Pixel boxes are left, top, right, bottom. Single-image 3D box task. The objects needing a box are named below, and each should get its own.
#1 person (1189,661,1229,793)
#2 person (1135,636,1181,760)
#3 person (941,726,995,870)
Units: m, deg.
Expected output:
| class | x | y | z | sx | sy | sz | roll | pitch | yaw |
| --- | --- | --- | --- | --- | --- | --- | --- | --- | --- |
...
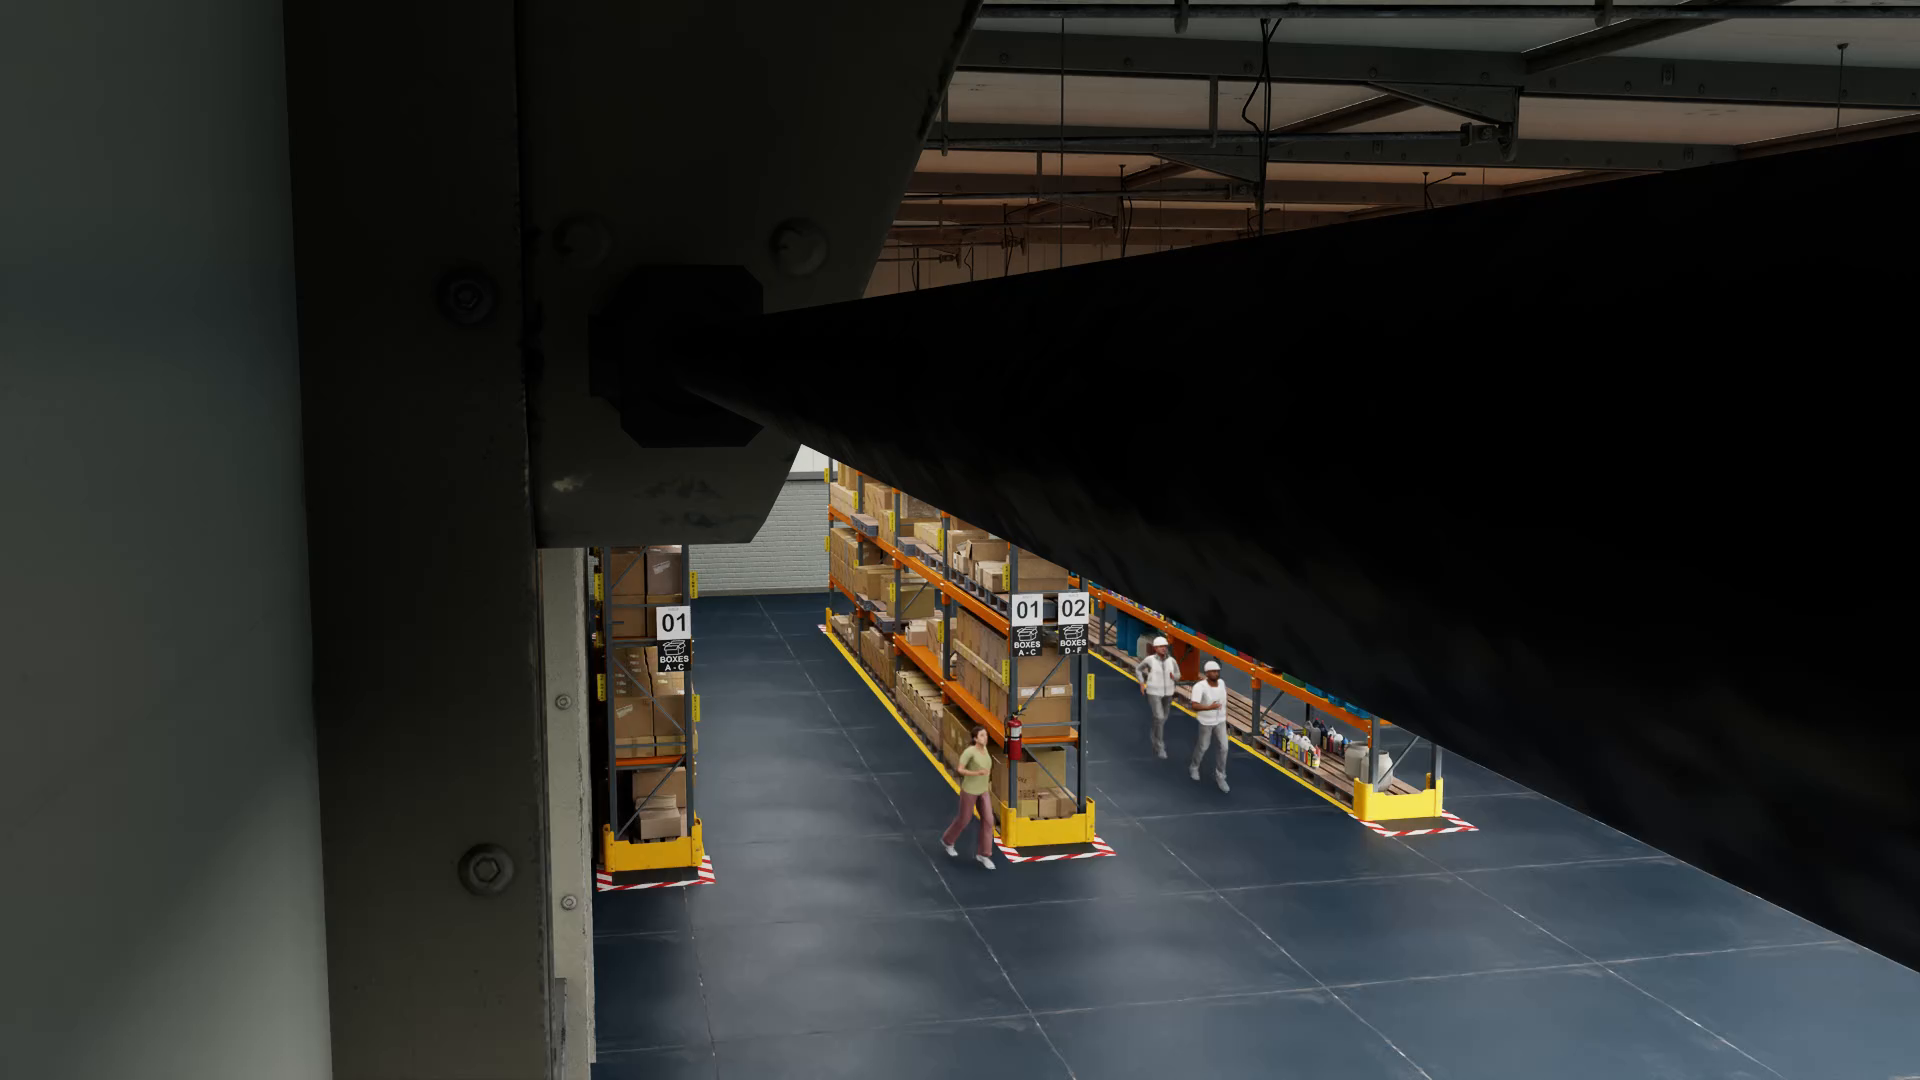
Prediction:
| class | x | y | z | sx | sy | sz | roll | pitch | yaw |
| --- | --- | --- | --- | --- | --- | --- | --- | --- | --- |
| person | 3.544 | 2.619 | 23.586 | 0.689 | 1.841 | 0.797 | -3 | 7 | -22 |
| person | 3.062 | 2.381 | 25.491 | 0.635 | 1.817 | 0.836 | -2 | 7 | -20 |
| person | 0.173 | 3.096 | 20.301 | 0.585 | 1.701 | 0.859 | -6 | 9 | -43 |
